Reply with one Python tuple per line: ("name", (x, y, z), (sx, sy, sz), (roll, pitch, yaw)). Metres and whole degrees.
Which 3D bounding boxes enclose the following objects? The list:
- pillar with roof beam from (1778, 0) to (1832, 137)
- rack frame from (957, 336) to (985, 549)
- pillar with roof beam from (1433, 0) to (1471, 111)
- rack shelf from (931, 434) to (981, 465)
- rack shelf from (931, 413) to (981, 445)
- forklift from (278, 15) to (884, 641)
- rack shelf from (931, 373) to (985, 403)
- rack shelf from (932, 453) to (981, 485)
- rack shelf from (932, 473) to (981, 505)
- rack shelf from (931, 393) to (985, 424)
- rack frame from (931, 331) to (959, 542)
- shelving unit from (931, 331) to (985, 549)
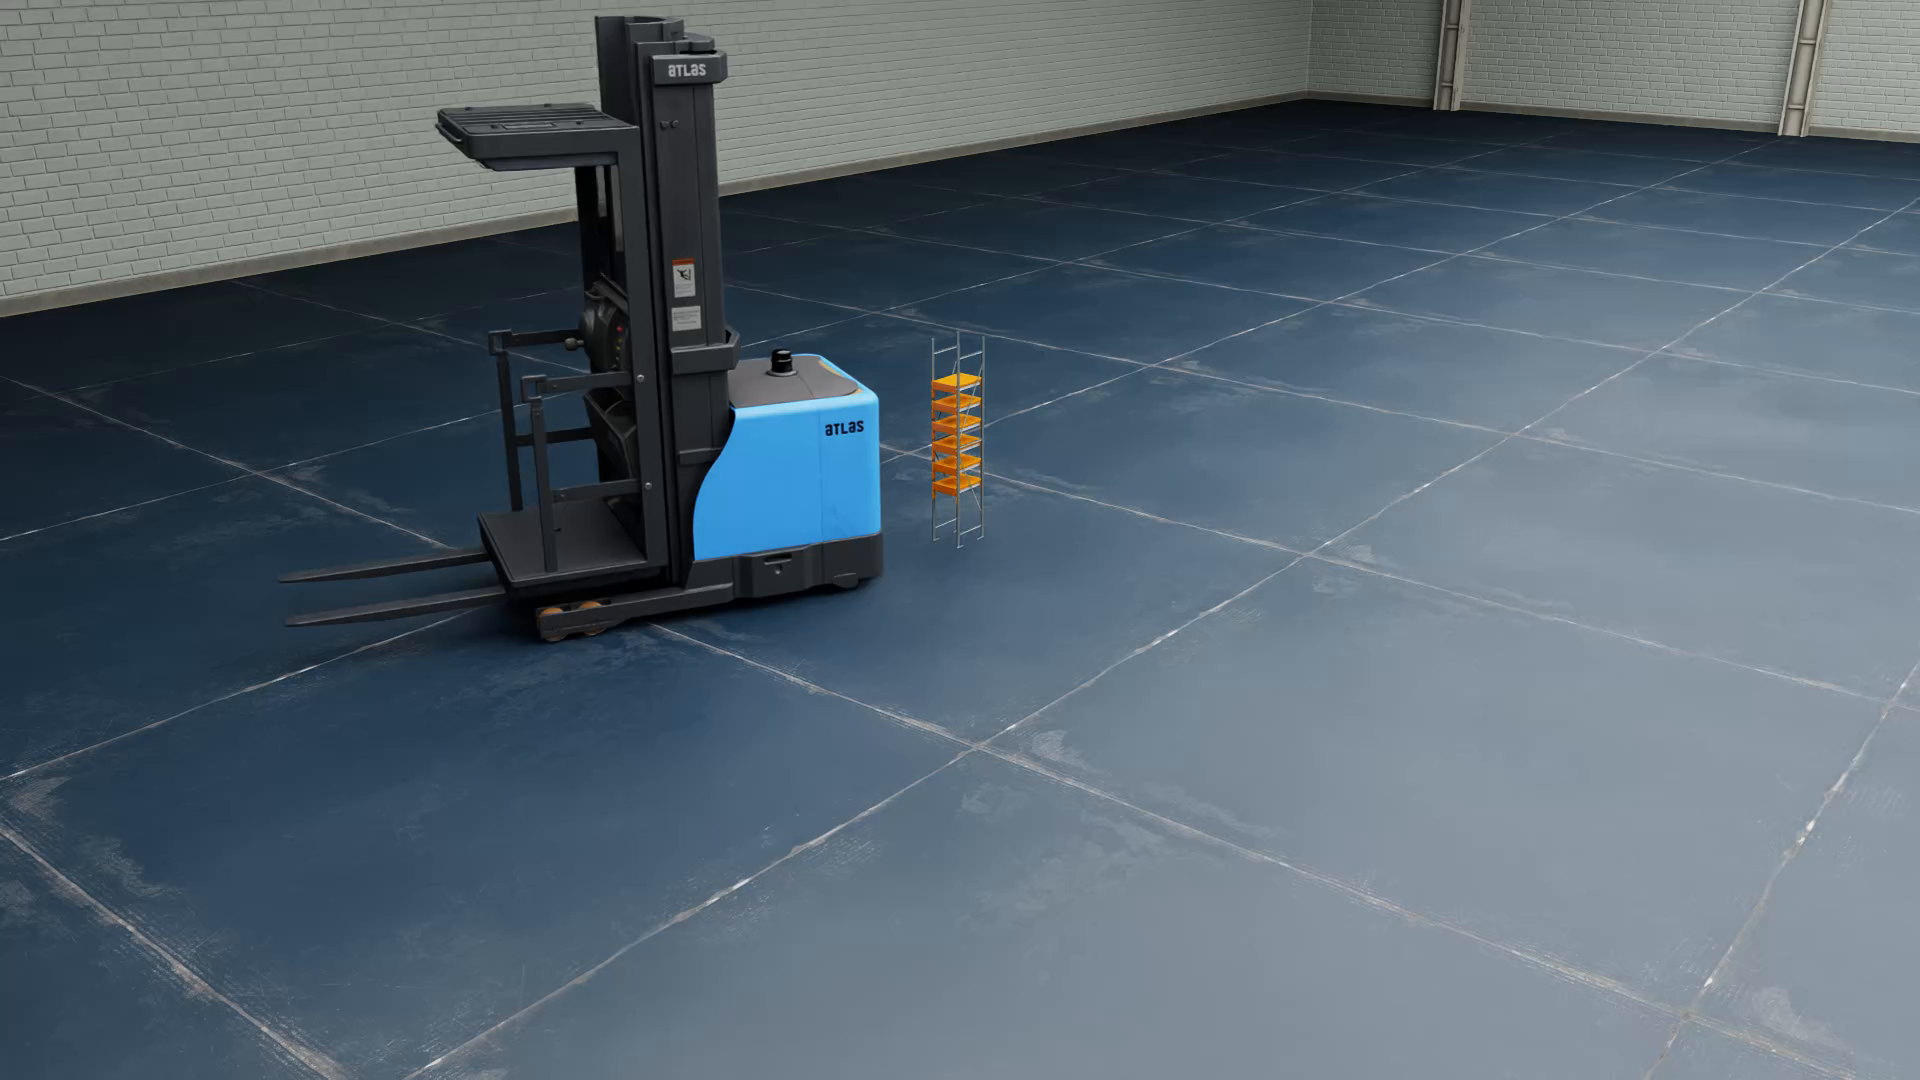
("pillar with roof beam", (10.950, -9.681, 22.588), (0.400, 9.000, 9.100), (16, 26, 36))
("rack frame", (0.060, -0.544, 9.411), (0.006, 1.200, 0.240), (16, 26, 36))
("pillar with roof beam", (6.302, -11.020, 26.137), (0.400, 9.000, 9.100), (16, 26, 36))
("rack shelf", (-0.011, -0.523, 9.481), (0.180, 0.103, 0.258), (16, 26, 36))
("rack shelf", (-0.011, -0.635, 9.438), (0.180, 0.103, 0.258), (16, 26, 36))
("forklift", (-1.977, -1.076, 8.366), (3.031, 2.935, 1.130), (-9, 22, -22))
("rack shelf", (-0.011, -0.860, 9.354), (0.180, 0.103, 0.258), (16, 26, 36))
("rack shelf", (-0.011, -0.411, 9.523), (0.180, 0.103, 0.258), (16, 26, 36))
("rack shelf", (-0.011, -0.298, 9.565), (0.180, 0.103, 0.258), (16, 26, 36))
("rack shelf", (-0.011, -0.748, 9.396), (0.180, 0.103, 0.258), (16, 26, 36))
("rack frame", (-0.082, -0.585, 9.519), (0.006, 1.200, 0.240), (16, 26, 36))
("shelving unit", (-0.011, -0.565, 9.465), (0.189, 1.200, 0.258), (16, 26, 36))
